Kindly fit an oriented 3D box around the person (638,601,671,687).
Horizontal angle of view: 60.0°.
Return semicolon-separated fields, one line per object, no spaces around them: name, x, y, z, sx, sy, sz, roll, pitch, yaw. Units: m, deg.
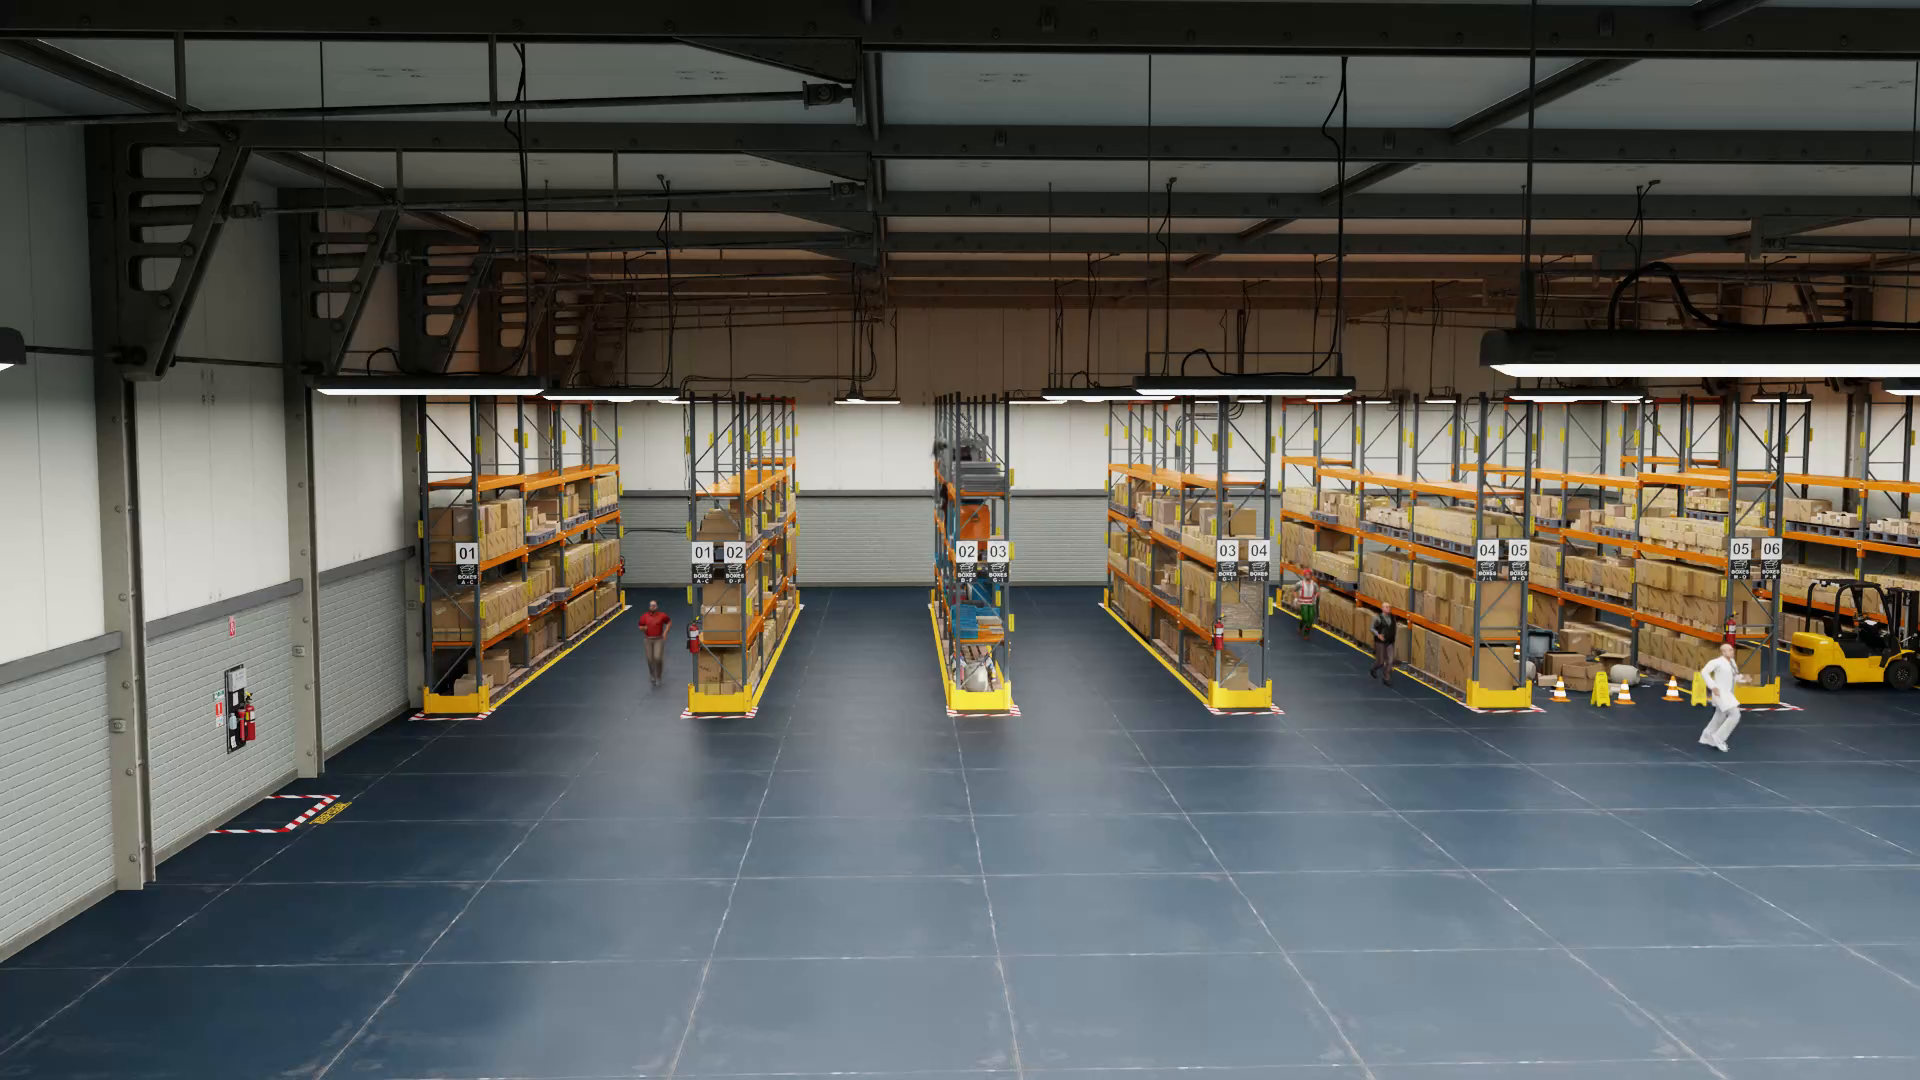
person;-6.295;2.136;34.201;0.640;1.781;0.727;0;5;0

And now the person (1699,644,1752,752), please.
person;12.785;2.632;27.766;0.783;1.818;0.670;5;6;45

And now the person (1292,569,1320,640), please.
person;8.519;1.588;40.764;0.651;1.742;0.569;0;5;-6

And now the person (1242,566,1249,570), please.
person;7.988;1.172;46.321;0.582;1.749;0.807;0;5;-2

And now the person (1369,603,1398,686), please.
person;8.741;2.129;34.279;0.657;1.697;0.752;-1;5;-12
